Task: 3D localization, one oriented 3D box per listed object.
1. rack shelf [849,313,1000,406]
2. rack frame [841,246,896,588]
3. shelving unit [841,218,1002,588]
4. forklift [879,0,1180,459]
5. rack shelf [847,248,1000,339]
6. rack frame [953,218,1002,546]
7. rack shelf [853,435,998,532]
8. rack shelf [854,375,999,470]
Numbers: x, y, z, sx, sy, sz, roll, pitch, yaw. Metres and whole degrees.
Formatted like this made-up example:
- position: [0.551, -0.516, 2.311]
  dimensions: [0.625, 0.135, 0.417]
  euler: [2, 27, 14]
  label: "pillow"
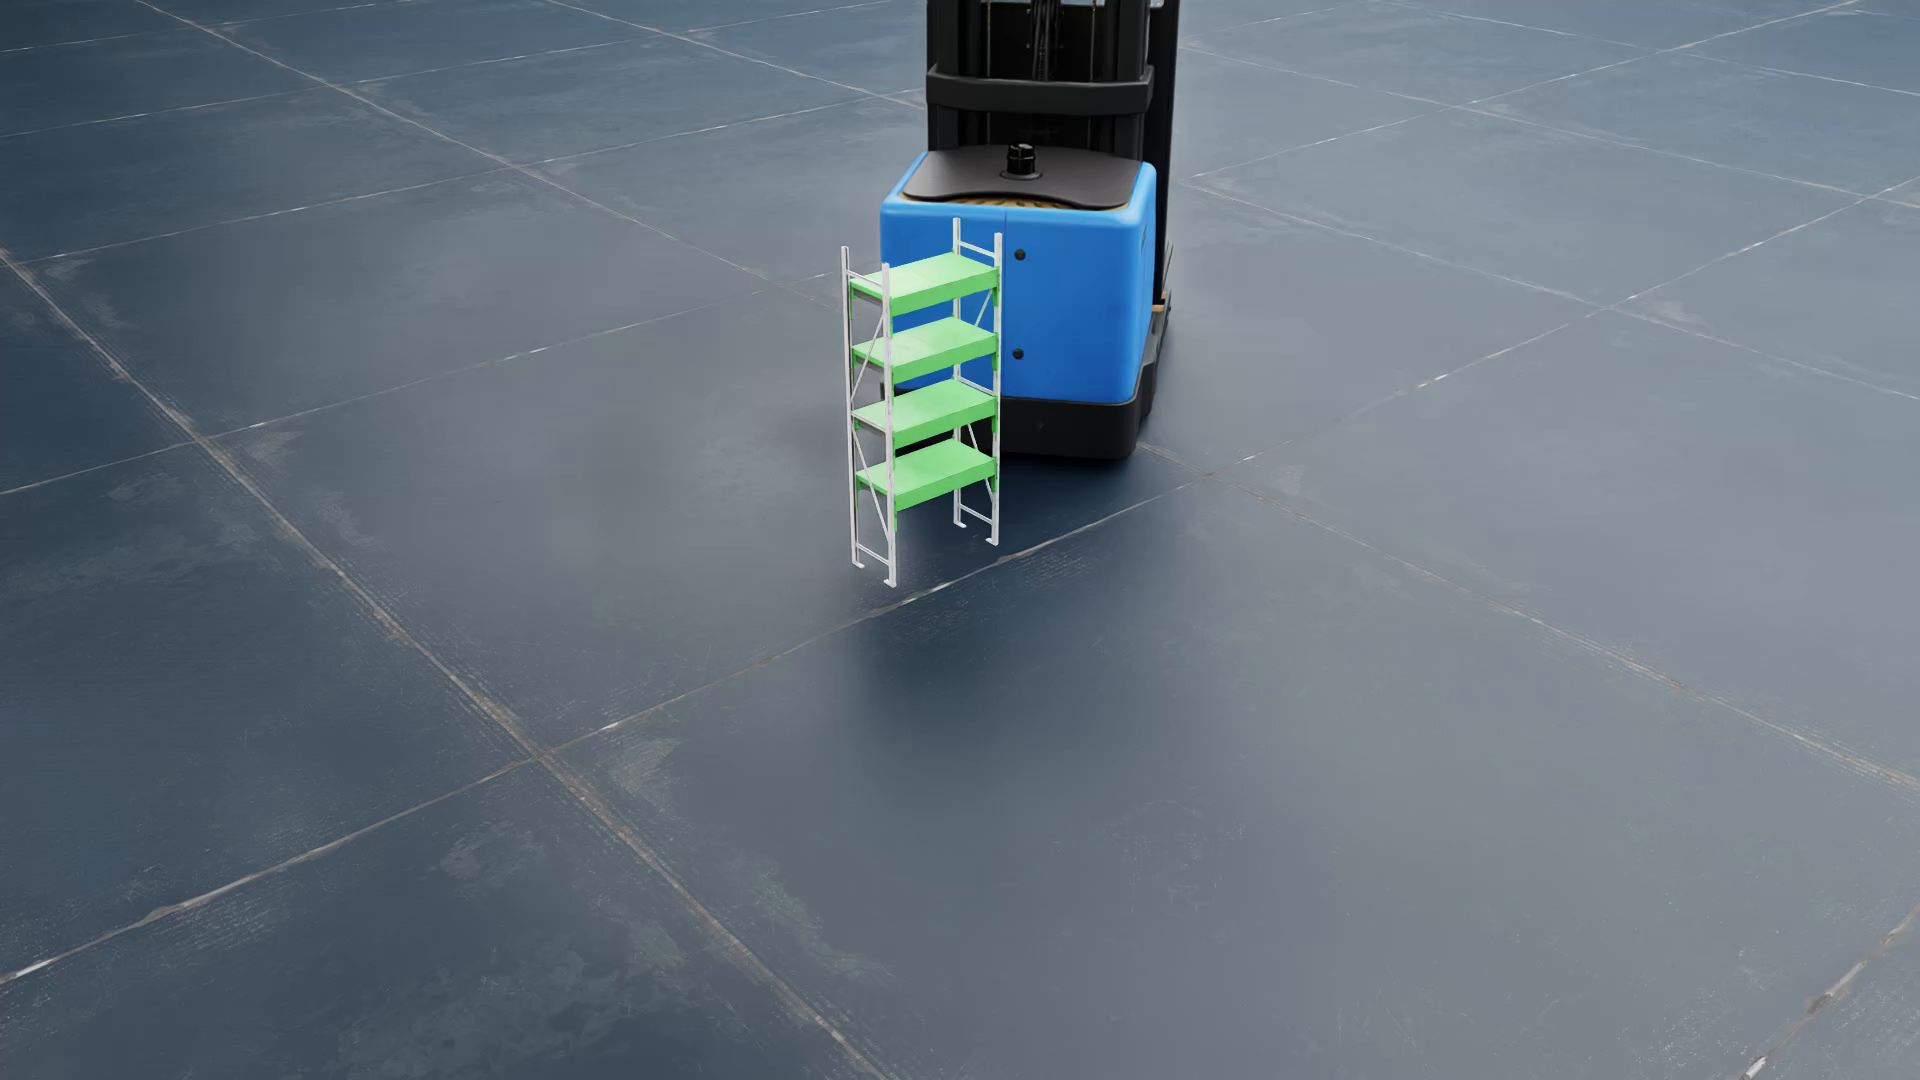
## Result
- position: [-0.126, -0.634, 5.789]
  dimensions: [0.480, 0.148, 0.258]
  euler: [-22, 35, -35]
  label: "rack shelf"
- position: [-0.312, -0.404, 5.733]
  dimensions: [0.015, 1.200, 0.240]
  euler: [-22, 35, -35]
  label: "rack frame"
- position: [-0.126, -0.479, 5.872]
  dimensions: [0.503, 1.200, 0.258]
  euler: [-22, 35, -35]
  label: "shelving unit"
- position: [0.442, -2.291, 7.428]
  dimensions: [1.130, 2.935, 3.031]
  euler: [5, 29, 9]
  label: "forklift"
- position: [-0.126, -0.846, 5.676]
  dimensions: [0.480, 0.148, 0.258]
  euler: [-22, 35, -35]
  label: "rack shelf"
- position: [0.060, -0.553, 6.012]
  dimensions: [0.015, 1.200, 0.240]
  euler: [-22, 35, -35]
  label: "rack frame"
- position: [-0.126, -0.211, 6.016]
  dimensions: [0.480, 0.148, 0.258]
  euler: [-22, 35, -35]
  label: "rack shelf"
- position: [-0.126, -0.422, 5.903]
  dimensions: [0.480, 0.148, 0.258]
  euler: [-22, 35, -35]
  label: "rack shelf"
